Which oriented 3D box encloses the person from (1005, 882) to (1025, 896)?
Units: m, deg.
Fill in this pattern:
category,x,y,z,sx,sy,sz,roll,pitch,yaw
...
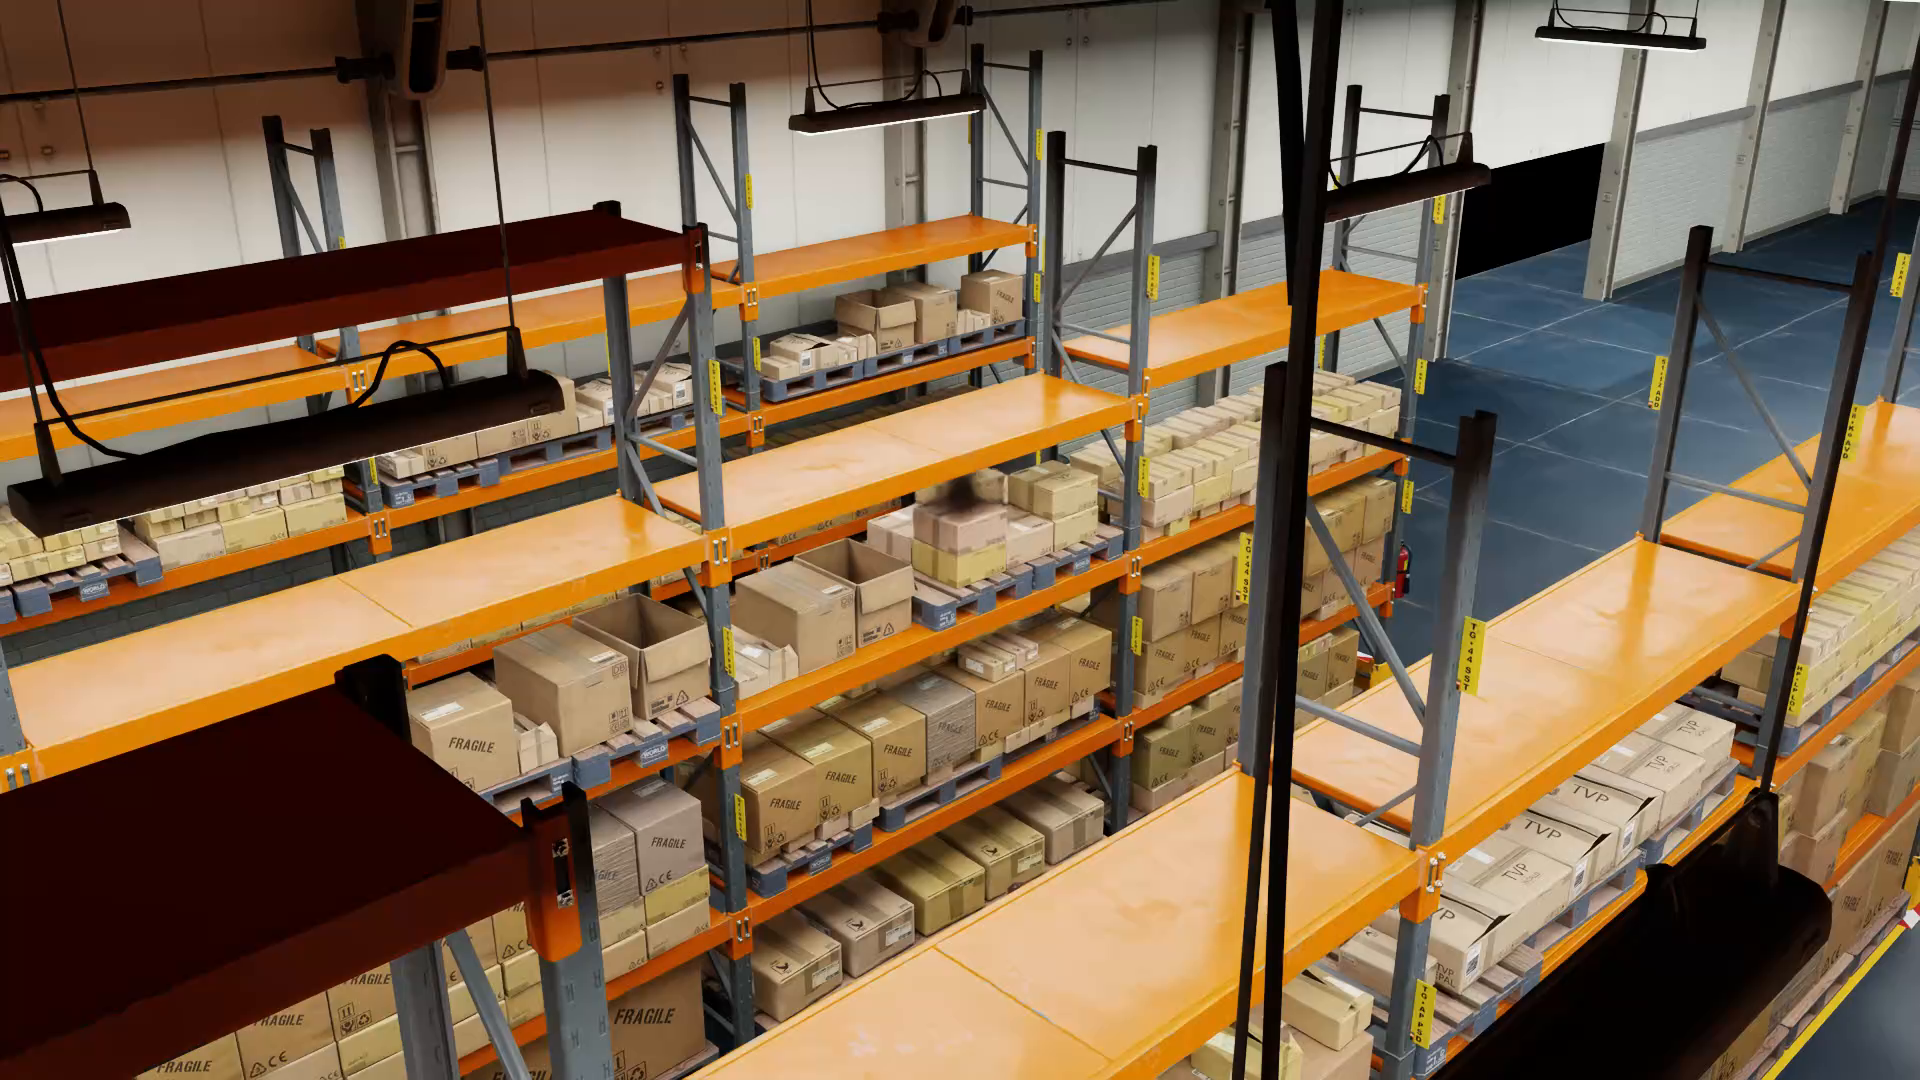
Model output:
category,x,y,z,sx,sy,sz,roll,pitch,yaw
person,0.378,3.038,11.291,0.396,1.674,0.495,8,24,19
